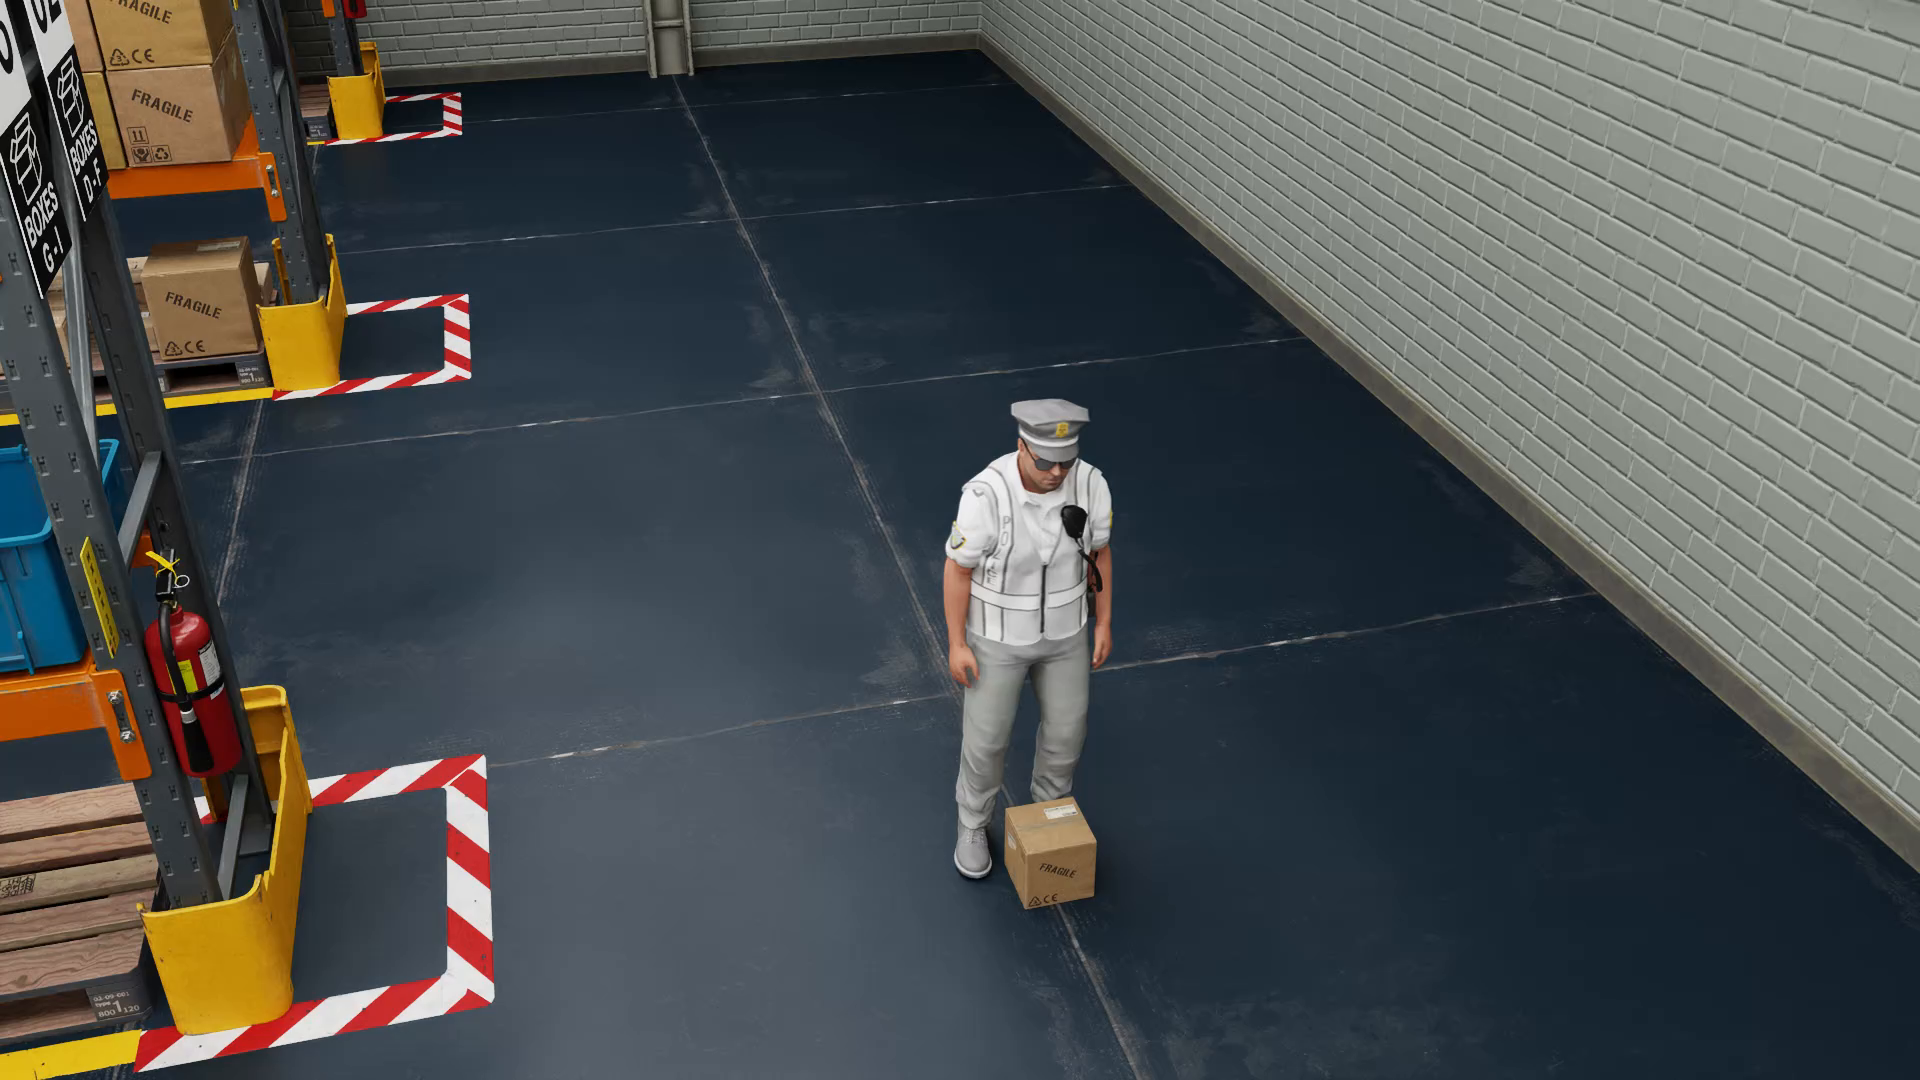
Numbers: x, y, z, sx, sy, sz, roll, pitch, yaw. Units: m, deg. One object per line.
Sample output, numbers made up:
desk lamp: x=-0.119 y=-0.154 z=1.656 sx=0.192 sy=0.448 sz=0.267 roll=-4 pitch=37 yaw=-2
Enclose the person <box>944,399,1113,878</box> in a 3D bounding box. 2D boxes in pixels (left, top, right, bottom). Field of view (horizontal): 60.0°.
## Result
person: x=0.230 y=0.301 z=5.602 sx=0.585 sy=1.748 sz=0.432 roll=-8 pitch=31 yaw=-13
